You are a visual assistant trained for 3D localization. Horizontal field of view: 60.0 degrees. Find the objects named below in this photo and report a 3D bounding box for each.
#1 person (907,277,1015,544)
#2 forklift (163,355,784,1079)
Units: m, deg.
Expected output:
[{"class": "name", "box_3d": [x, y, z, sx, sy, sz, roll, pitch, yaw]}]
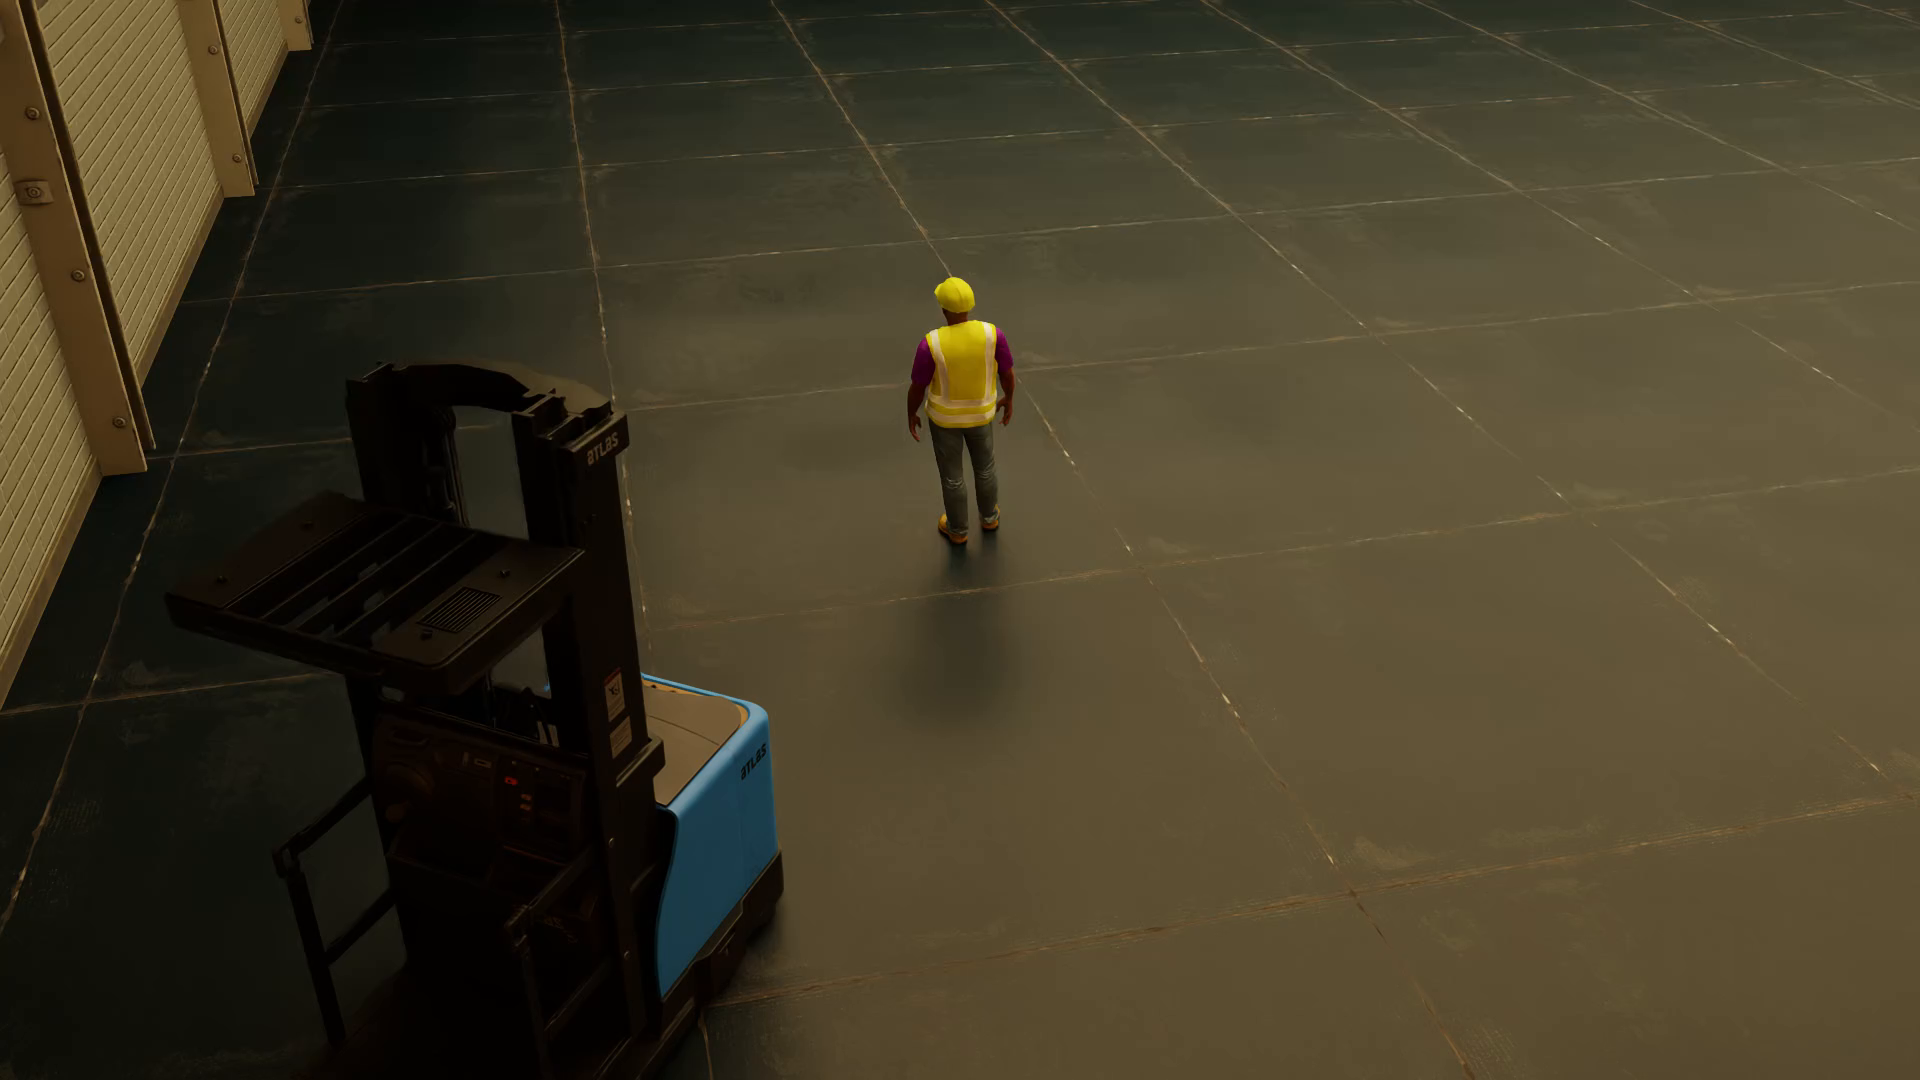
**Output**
[{"class": "person", "box_3d": [-0.012, -0.805, 10.114, 0.666, 1.768, 0.575, -7, 31, -12]}, {"class": "forklift", "box_3d": [-1.850, 0.955, 5.925, 1.130, 2.935, 3.031, 12, 32, 20]}]
